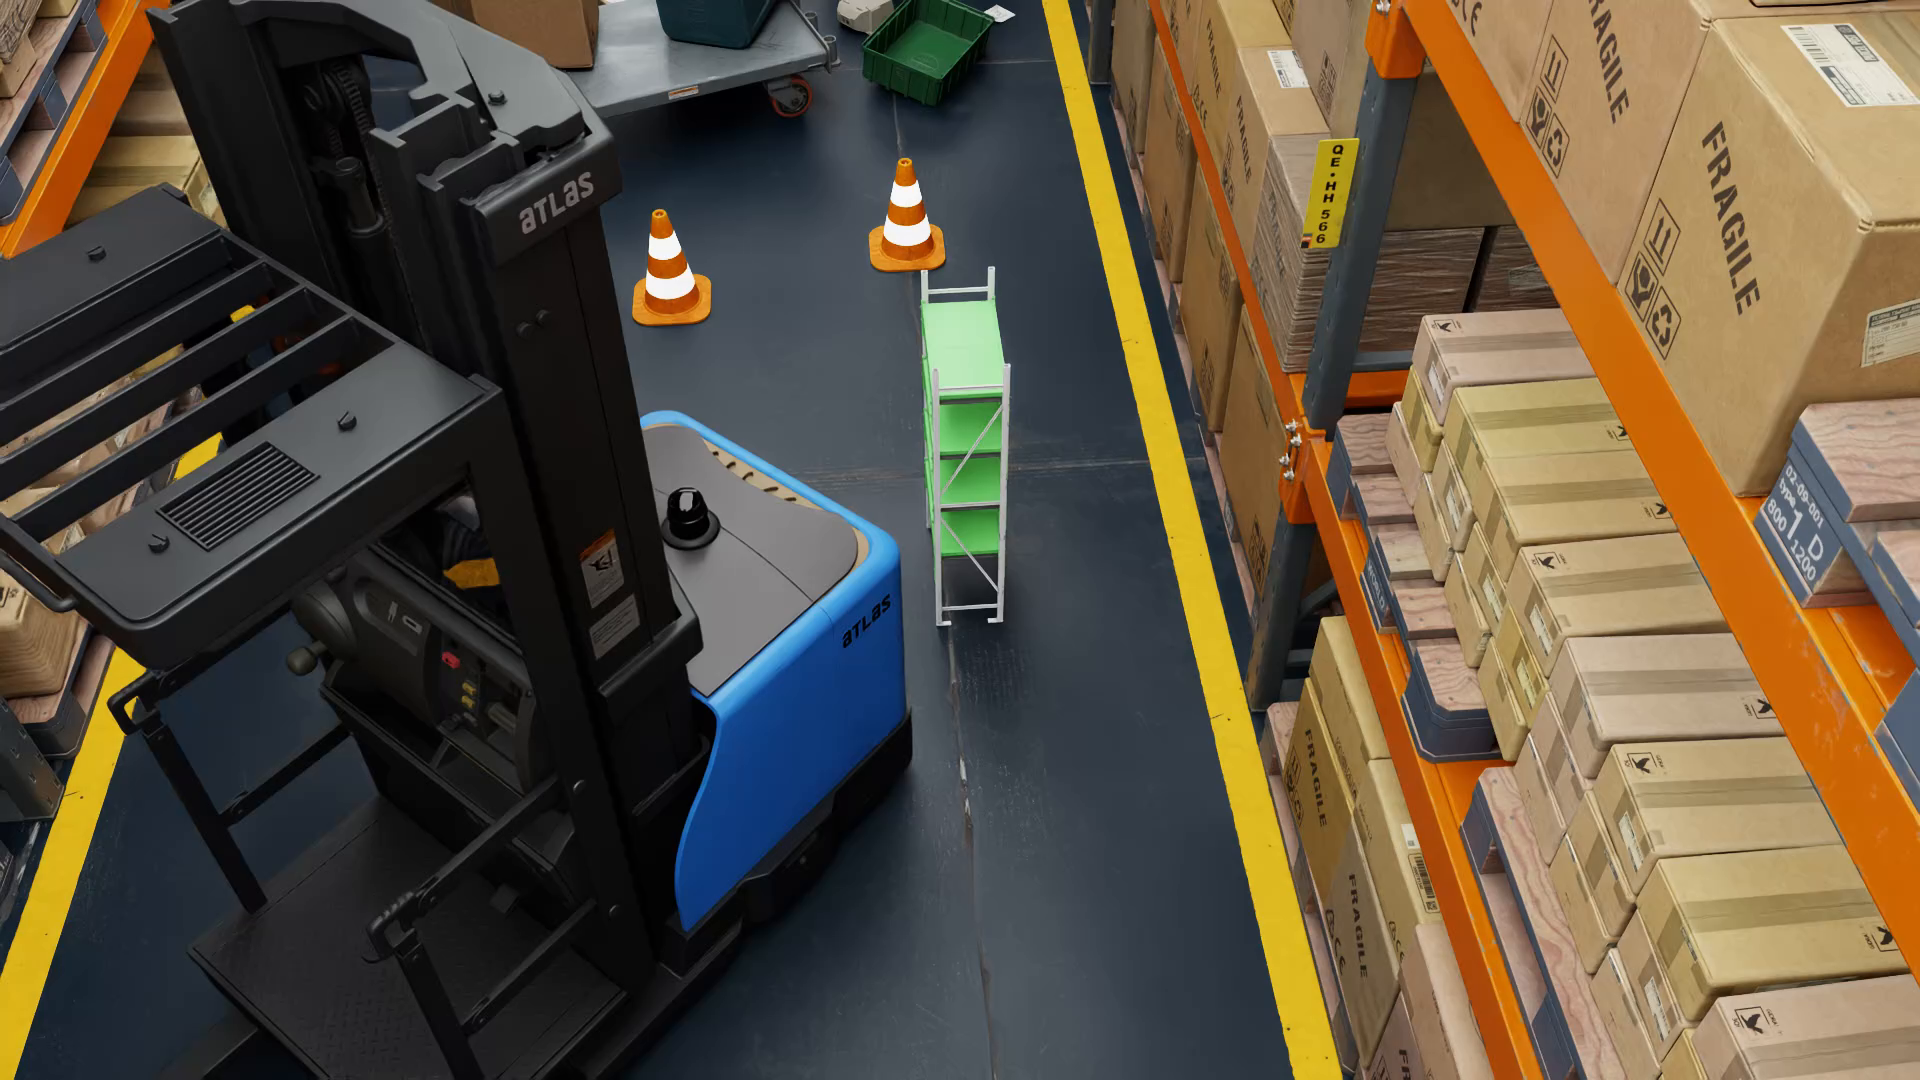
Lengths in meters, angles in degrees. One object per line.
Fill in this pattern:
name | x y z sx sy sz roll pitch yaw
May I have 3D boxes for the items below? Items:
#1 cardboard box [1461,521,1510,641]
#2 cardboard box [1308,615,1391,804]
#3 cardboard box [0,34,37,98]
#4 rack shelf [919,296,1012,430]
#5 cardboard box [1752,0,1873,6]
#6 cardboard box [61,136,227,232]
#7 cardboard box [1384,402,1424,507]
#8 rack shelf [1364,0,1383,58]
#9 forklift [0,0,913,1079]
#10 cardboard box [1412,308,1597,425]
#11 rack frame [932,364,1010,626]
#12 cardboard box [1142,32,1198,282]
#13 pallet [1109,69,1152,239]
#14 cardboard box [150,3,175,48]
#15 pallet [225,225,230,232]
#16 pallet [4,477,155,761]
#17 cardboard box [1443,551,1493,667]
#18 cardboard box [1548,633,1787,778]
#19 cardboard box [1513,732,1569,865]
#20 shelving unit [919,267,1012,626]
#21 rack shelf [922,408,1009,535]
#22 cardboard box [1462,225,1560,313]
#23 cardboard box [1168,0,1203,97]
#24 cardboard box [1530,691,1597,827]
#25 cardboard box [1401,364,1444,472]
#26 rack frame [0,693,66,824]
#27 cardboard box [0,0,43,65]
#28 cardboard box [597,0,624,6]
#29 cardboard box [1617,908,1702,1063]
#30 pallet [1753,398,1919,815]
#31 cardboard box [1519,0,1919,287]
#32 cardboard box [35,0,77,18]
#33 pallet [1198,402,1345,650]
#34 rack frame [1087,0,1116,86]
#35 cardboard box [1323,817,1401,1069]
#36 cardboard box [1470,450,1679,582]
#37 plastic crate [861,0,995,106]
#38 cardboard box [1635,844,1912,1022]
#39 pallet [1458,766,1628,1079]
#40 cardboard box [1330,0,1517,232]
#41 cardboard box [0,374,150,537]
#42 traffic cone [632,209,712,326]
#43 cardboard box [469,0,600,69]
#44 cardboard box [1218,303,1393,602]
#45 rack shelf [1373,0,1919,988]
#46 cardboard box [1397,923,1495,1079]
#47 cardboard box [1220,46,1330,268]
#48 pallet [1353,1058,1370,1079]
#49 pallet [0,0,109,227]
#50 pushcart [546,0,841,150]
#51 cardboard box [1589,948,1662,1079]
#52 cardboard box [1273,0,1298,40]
cardboard box | 1.379 0.078 3.789 0.380 0.149 0.250 -5 47 -5
cardboard box | 1.305 0.459 4.666 0.500 0.250 0.500 -5 47 -5
cardboard box | -3.365 -1.615 5.597 0.380 0.149 0.250 -2 47 -2
rack shelf | 0.014 -0.579 5.399 0.258 0.148 0.480 -3 47 -3
cardboard box | 1.351 -0.977 2.447 0.396 0.266 0.258 -3 47 -3
cardboard box | -3.661 -1.374 7.006 0.950 0.372 0.625 -1 47 -1
cardboard box | 1.325 -0.234 4.290 0.380 0.149 0.250 -4 47 -4
rack shelf | 1.321 -2.743 5.212 1.077 0.370 4.000 -3 47 -3
forklift | -1.464 0.357 3.893 1.130 2.935 3.031 30 53 25
cardboard box | 1.334 -0.426 4.061 0.380 0.149 0.250 -3 47 -3
rack frame | 0.034 -0.116 5.534 0.240 1.200 0.015 -3 47 -3
cardboard box | 1.372 -1.635 6.993 1.050 0.750 0.750 -3 47 -3
pallet | 1.293 -1.894 7.898 1.003 0.211 1.213 -3 47 -3
cardboard box | -4.088 -2.643 8.291 0.500 0.250 0.500 -2 47 -1
pallet | -3.704 -1.510 7.535 1.003 0.211 1.213 -3 47 -3
pallet | -3.500 0.255 5.863 1.003 0.211 1.213 -3 47 -3
cardboard box | 1.370 0.155 3.921 0.380 0.149 0.250 -1 47 -1
cardboard box | 1.421 0.331 3.345 0.380 0.149 0.250 -2 47 -1
cardboard box | 1.419 0.543 3.554 0.380 0.149 0.250 -2 47 -2
shelving unit | 0.014 -0.293 5.701 0.258 1.200 0.503 -3 47 -3
rack shelf | 0.014 -0.249 5.747 0.258 0.148 0.480 -3 47 -3
cardboard box | 1.720 -0.888 4.956 0.500 0.500 0.500 -3 47 -3
cardboard box | 1.054 -1.949 5.961 0.500 0.500 0.500 -3 47 -3
cardboard box | 1.420 0.441 3.445 0.380 0.149 0.250 -3 47 -3
cardboard box | 1.329 -0.311 4.157 0.380 0.149 0.250 -2 47 -2
rack frame | -3.436 -0.138 4.315 1.000 3.000 0.127 -3 47 -3
cardboard box | -3.379 -1.882 5.403 0.500 0.500 0.500 -5 47 -5
cardboard box | -1.700 -2.812 8.730 0.258 0.266 0.396 -36 56 -29
cardboard box | 1.464 0.816 3.090 0.380 0.149 0.250 -2 47 -2
pallet | 1.788 0.212 2.047 1.213 0.211 1.003 -3 47 -3
cardboard box | 1.320 -0.787 2.795 0.500 0.500 0.500 -3 47 -3
cardboard box | -3.382 -1.996 5.958 0.380 0.149 0.250 -4 47 -3
pallet | 1.497 -0.128 6.226 1.003 0.211 1.213 -3 47 -3
rack frame | 1.153 -3.406 7.410 1.000 3.000 0.127 -3 47 -3
cardboard box | 1.339 1.094 4.581 0.500 0.500 0.500 -3 47 -3
cardboard box | 1.375 -0.057 3.712 0.380 0.149 0.250 -4 47 -4
plastic crate | -0.167 -2.505 8.454 0.450 0.188 0.662 25 51 9
cardboard box | 1.463 0.703 2.992 0.380 0.149 0.250 -4 47 -4
pallet | 1.695 0.983 3.385 1.003 0.211 1.213 -3 47 -3
cardboard box | 1.461 -1.216 4.578 0.700 0.500 0.500 -4 47 -4
cardboard box | -3.543 -0.322 6.009 0.950 0.372 0.625 -4 47 -4
traffic cone | -1.251 -1.199 7.067 0.336 0.463 0.334 -3 47 -3
cardboard box | -2.000 -2.563 7.812 0.500 0.500 0.500 -3 47 -3
cardboard box | 1.527 -0.329 5.756 1.050 0.750 0.750 -4 47 -4
rack shelf | 1.656 0.151 2.471 1.077 0.370 4.000 -3 47 -3
cardboard box | 1.376 1.184 3.978 0.500 0.250 0.500 -3 47 -3
cardboard box | 1.143 -1.217 5.268 0.500 0.500 0.500 -3 47 -3
pallet | 1.651 1.893 4.312 1.003 0.211 1.213 -3 47 -3
pallet | -3.642 -1.502 5.739 1.003 0.211 1.213 -3 47 -3
pushcart | -1.503 -2.305 8.173 1.648 0.377 0.936 -19 49 -17
cardboard box | 1.458 0.913 3.203 0.380 0.149 0.250 -5 47 -5
cardboard box | 1.372 -1.953 5.276 0.700 0.500 0.500 -4 47 -4
